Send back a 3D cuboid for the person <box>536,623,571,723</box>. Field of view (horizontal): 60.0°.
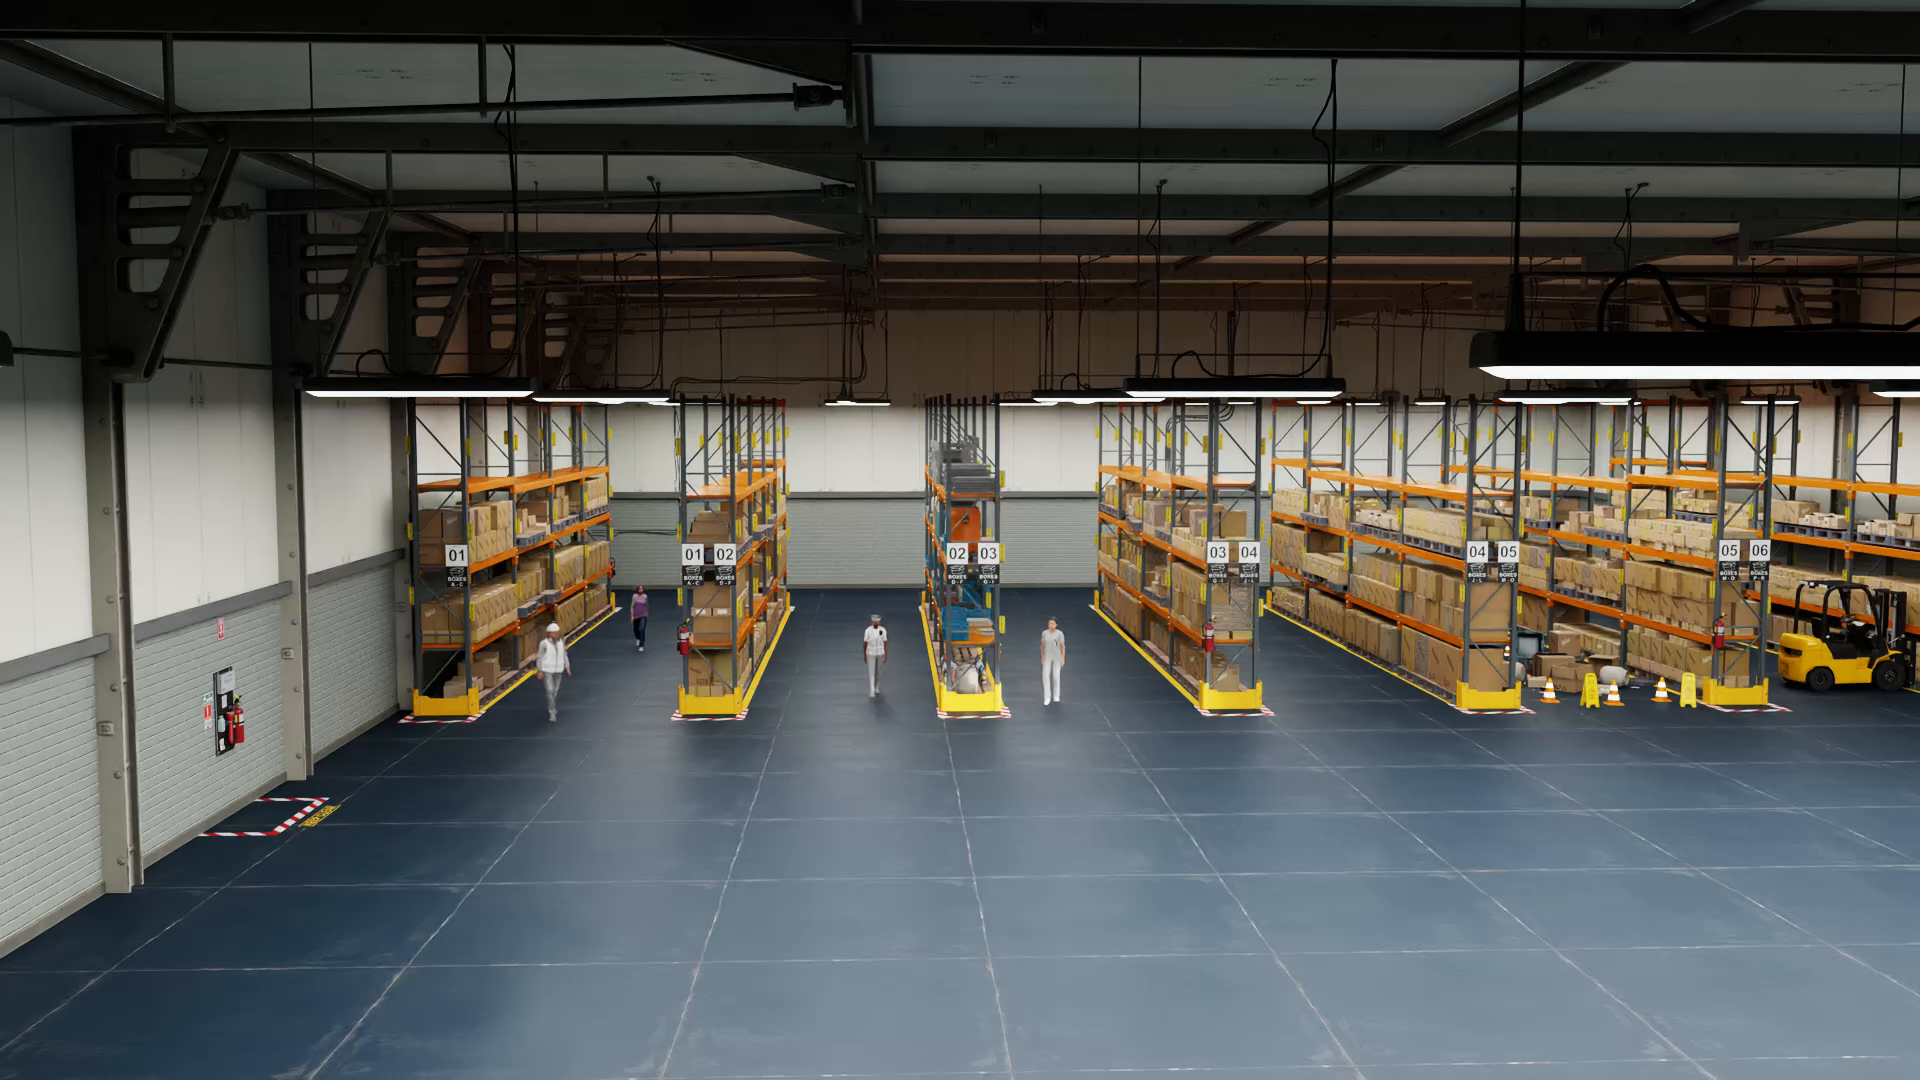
[{"bbox_3d":[-7.528,2.420,30.725,0.596,1.770,0.873,-3,5,-34],"label":"person"}]

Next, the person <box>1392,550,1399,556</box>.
[{"bbox_3d":[12.903,0.998,49.129,0.999,1.686,0.519,0,5,-3],"label":"person"}]

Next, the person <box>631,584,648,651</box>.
[{"bbox_3d":[-7.586,1.820,39.415,0.399,1.536,0.899,0,5,-3],"label":"person"}]

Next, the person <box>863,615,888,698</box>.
[{"bbox_3d":[-1.665,2.282,32.988,0.469,1.623,0.977,-1,5,-15],"label":"person"}]

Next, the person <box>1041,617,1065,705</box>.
[{"bbox_3d":[1.807,2.350,32.366,0.492,1.728,0.536,1,5,14],"label":"person"}]
